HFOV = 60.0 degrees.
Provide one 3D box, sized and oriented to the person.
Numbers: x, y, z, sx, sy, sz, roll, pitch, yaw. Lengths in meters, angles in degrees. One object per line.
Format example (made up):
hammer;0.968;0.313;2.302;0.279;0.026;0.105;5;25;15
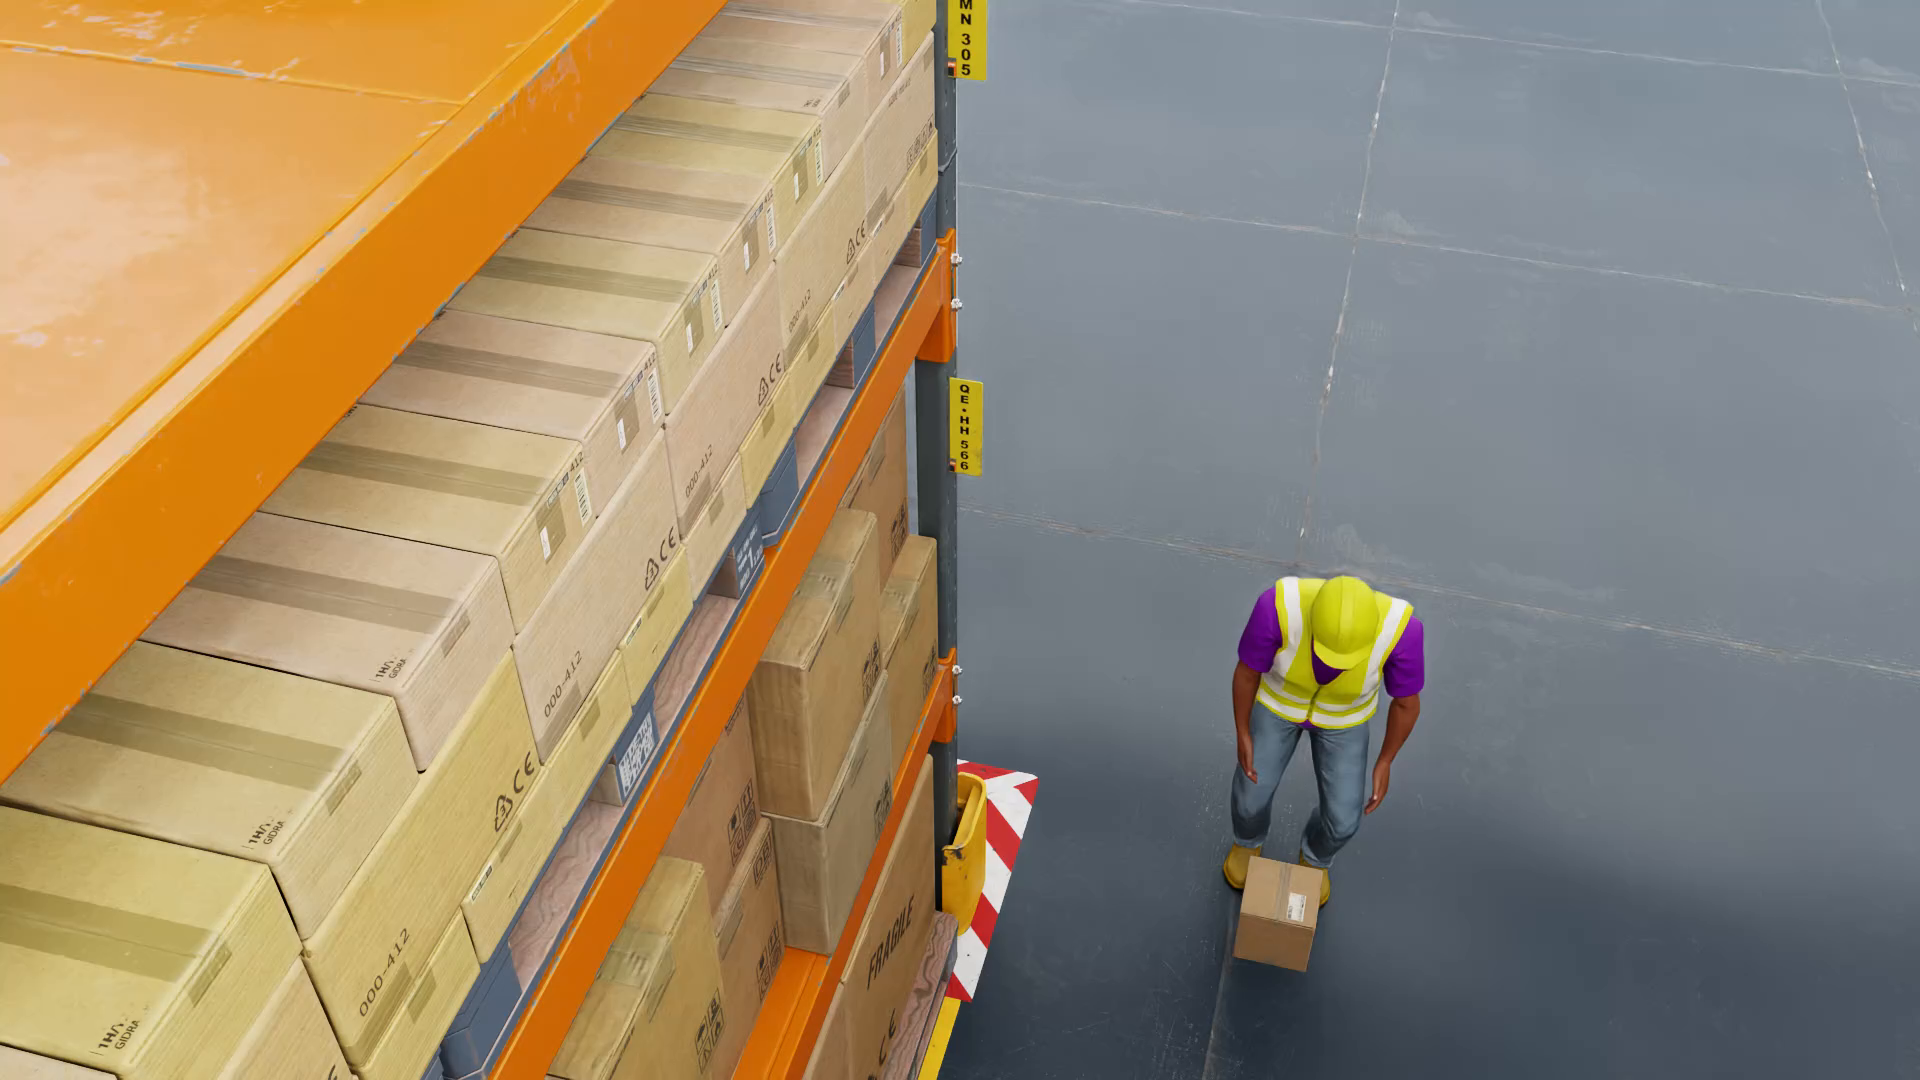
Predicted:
person;1.225;0.641;5.686;0.616;1.608;0.599;11;42;12
